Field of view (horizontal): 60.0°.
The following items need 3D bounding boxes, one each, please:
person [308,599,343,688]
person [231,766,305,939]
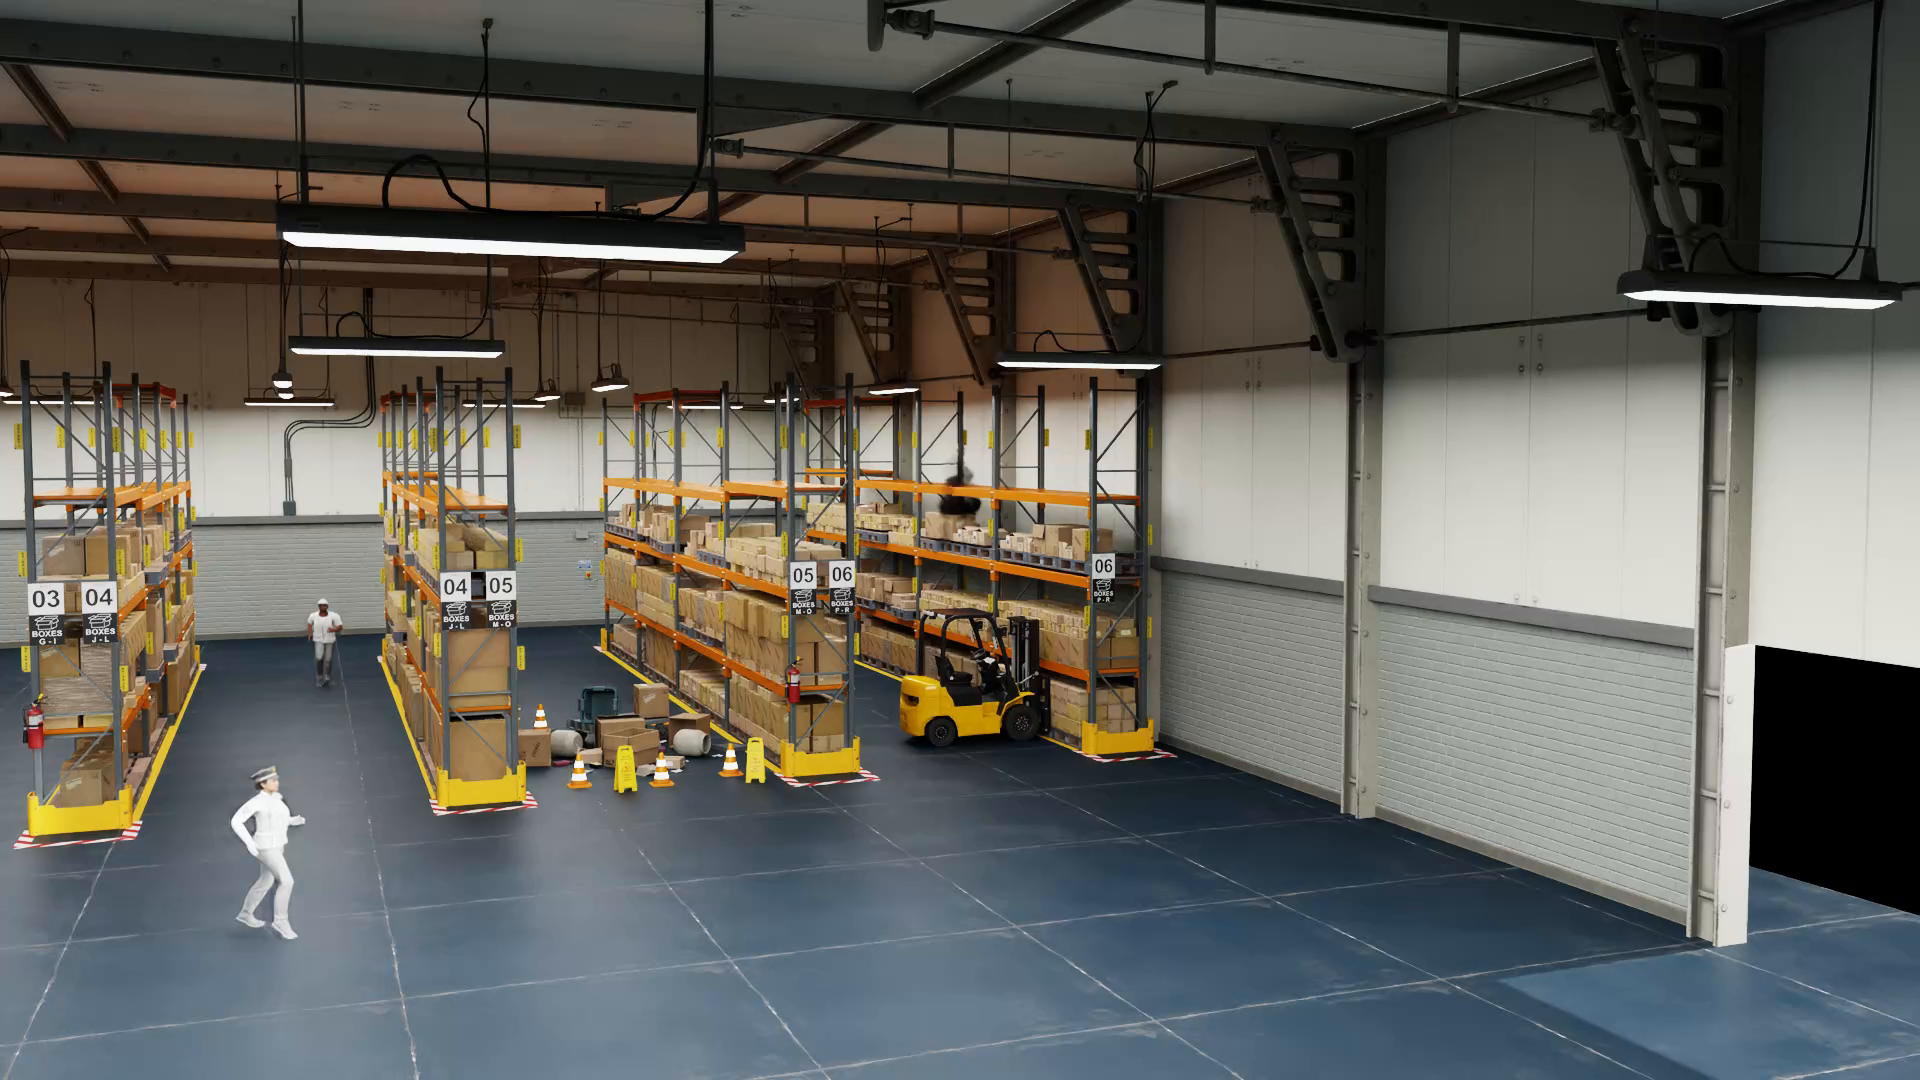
[{"bbox_3d":[-12.901,2.093,33.801,0.675,1.816,0.737,-1,4,-19],"label":"person"},{"bbox_3d":[-6.975,3.149,16.783,0.752,1.755,0.584,0,3,1],"label":"person"}]
